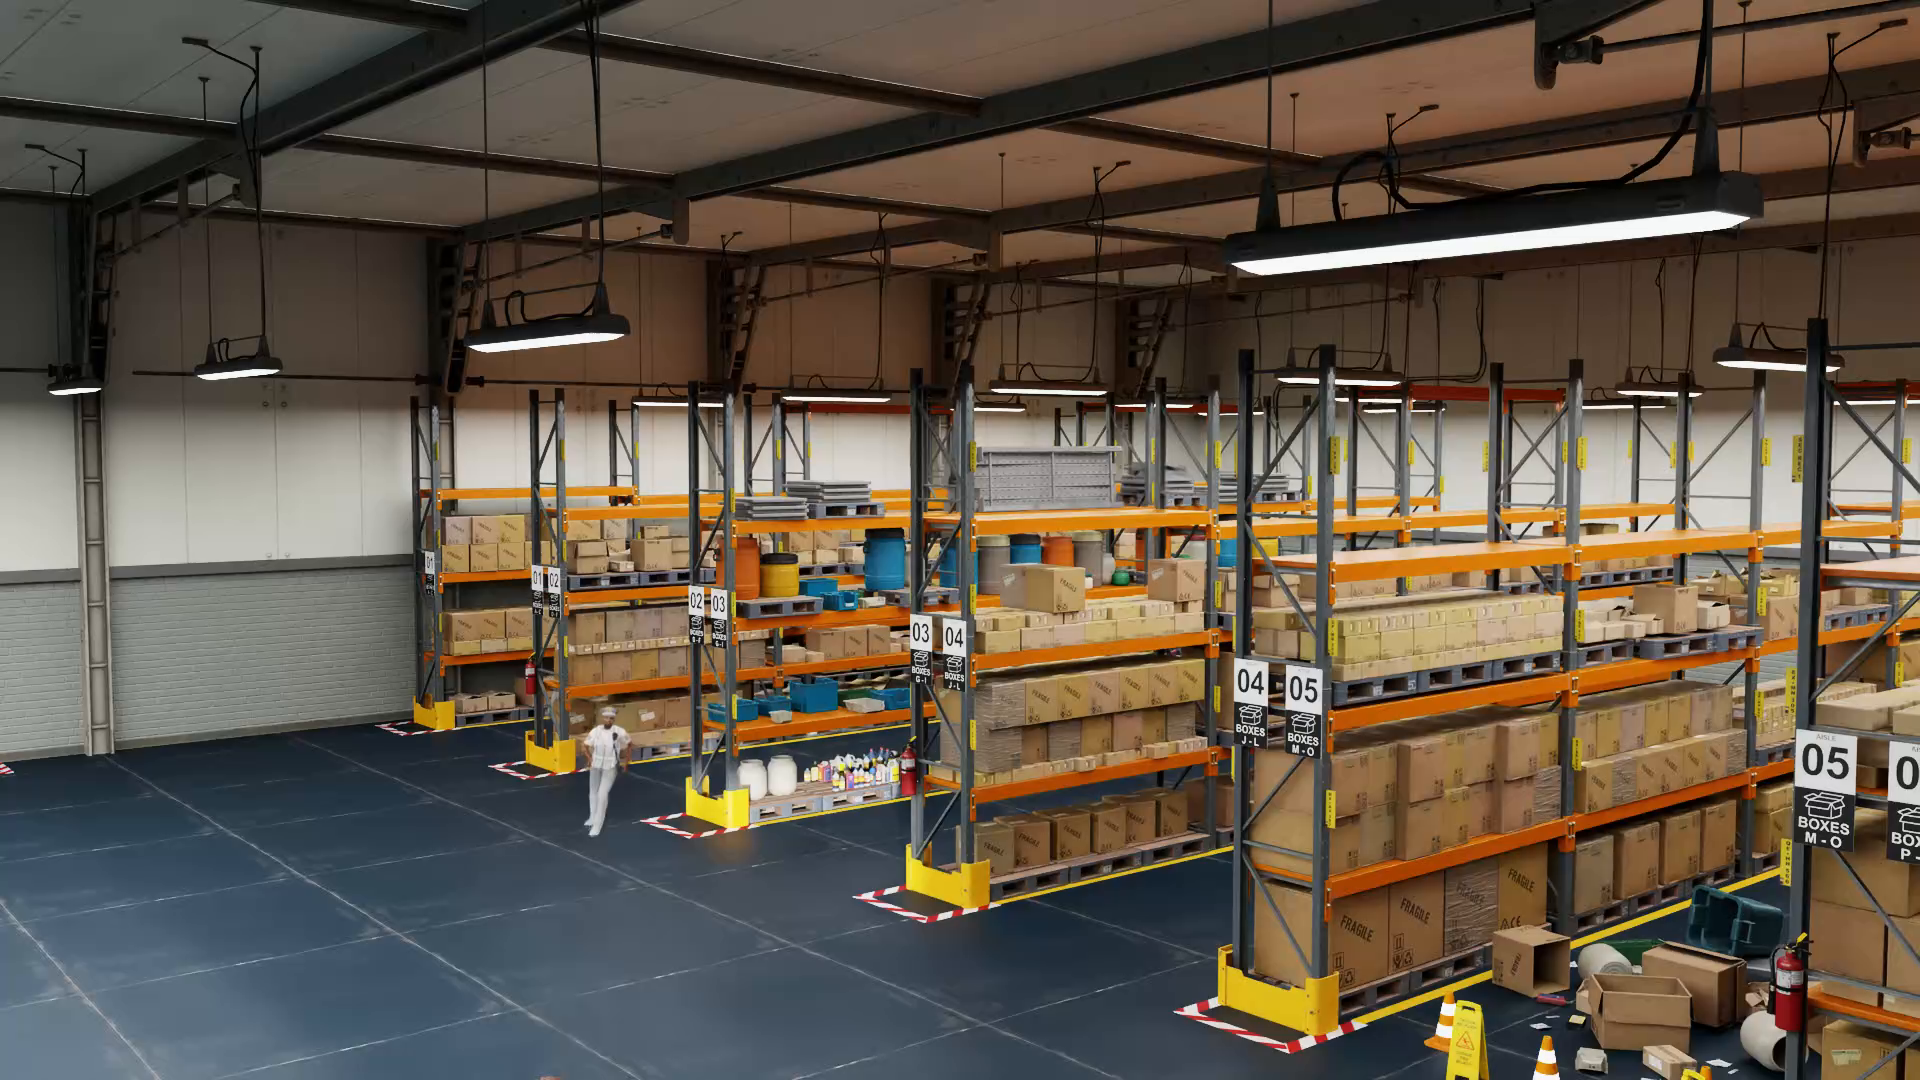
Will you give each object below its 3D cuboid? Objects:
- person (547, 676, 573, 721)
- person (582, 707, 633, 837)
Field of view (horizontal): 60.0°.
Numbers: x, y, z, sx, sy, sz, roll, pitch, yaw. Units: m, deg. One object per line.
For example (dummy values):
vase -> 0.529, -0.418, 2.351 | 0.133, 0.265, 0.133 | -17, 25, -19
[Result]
person -> -6.752, 2.601, 28.439 | 0.668, 1.801, 0.709 | 2, 4, 36
person -> -4.709, 3.045, 22.026 | 0.639, 1.711, 0.680 | 0, 3, 4
